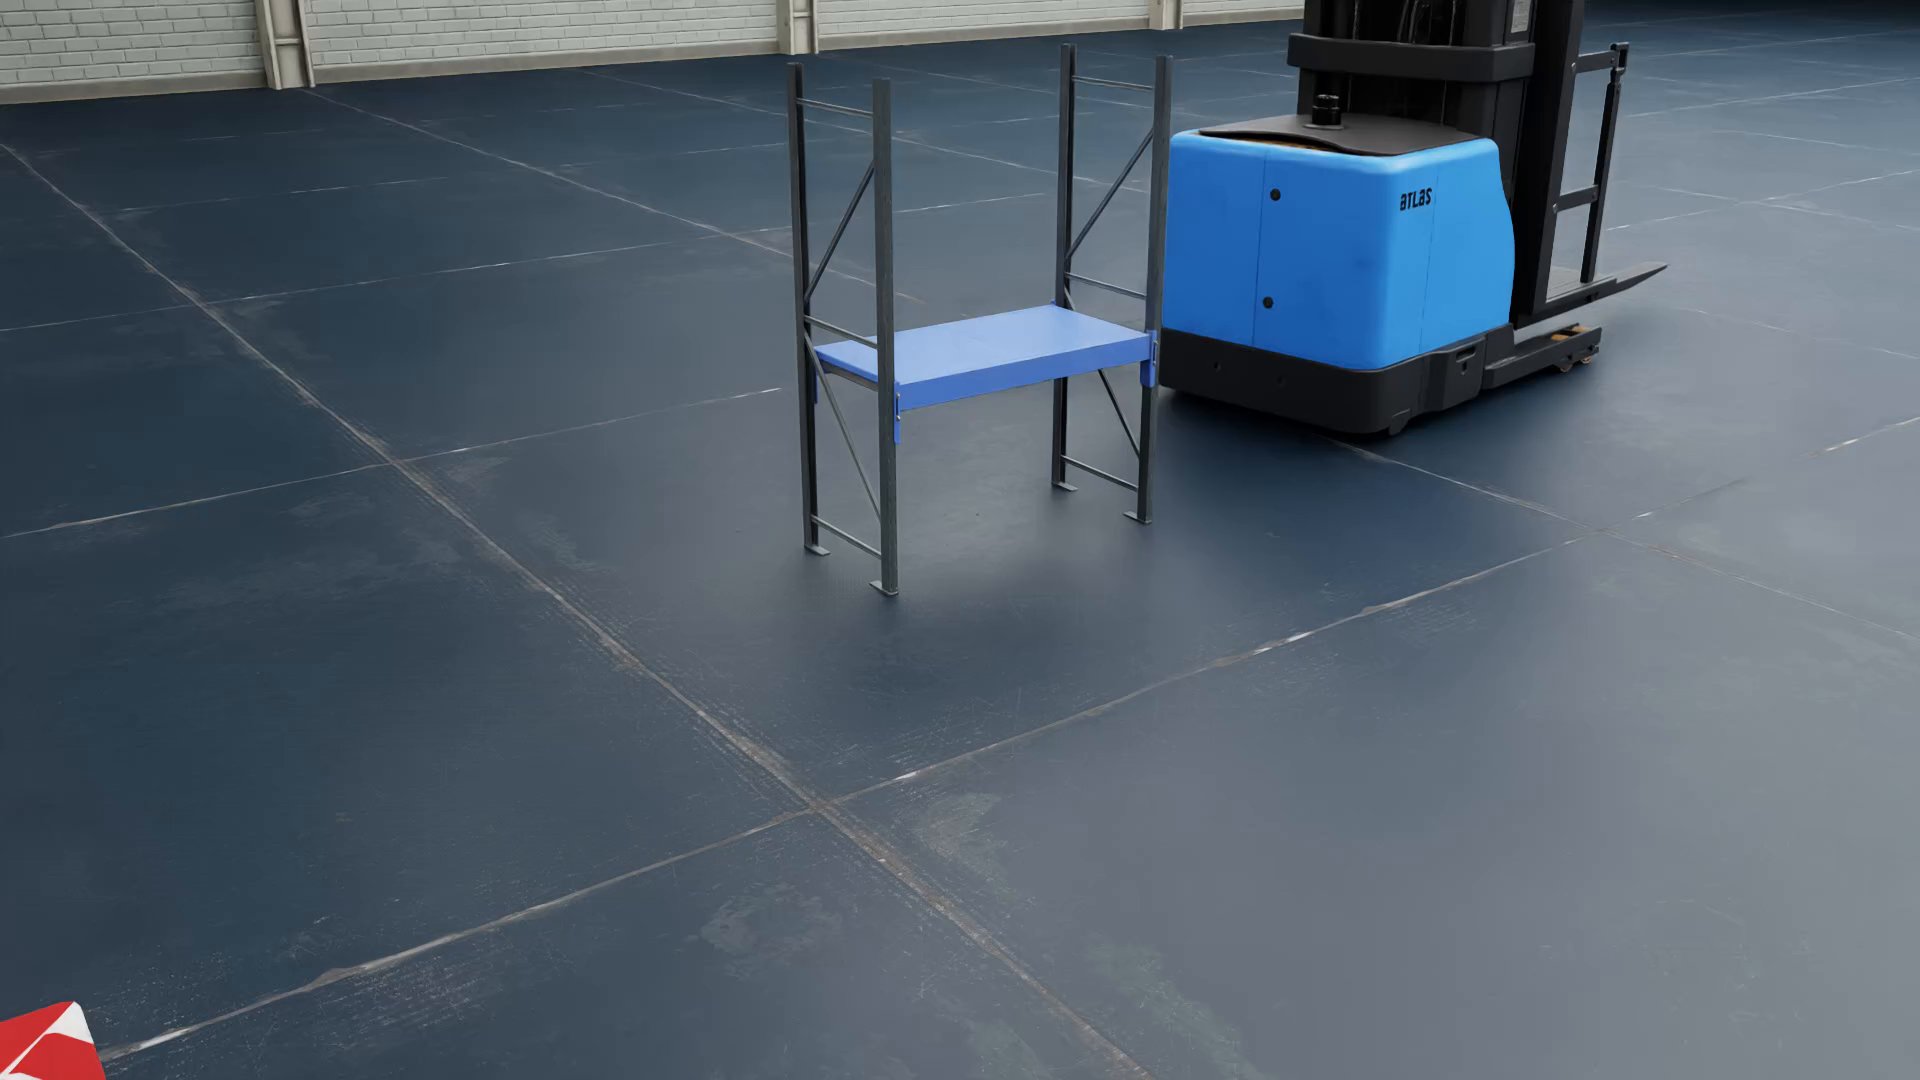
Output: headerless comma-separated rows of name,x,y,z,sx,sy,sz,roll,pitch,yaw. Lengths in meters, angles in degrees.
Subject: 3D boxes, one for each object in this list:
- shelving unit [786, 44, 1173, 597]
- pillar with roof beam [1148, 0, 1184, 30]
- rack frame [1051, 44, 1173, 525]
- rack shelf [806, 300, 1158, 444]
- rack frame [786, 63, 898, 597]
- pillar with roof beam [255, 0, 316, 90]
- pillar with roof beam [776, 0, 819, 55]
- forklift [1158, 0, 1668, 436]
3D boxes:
shelving unit,0.069,-0.715,5.165,1.048,1.500,0.538,-15,26,-33
pillar with roof beam,5.416,-10.119,18.614,0.400,9.000,9.100,-15,26,-33
rack frame,0.482,-0.825,5.440,0.032,1.500,0.500,-15,26,-33
rack shelf,0.069,-0.548,5.231,1.000,0.185,0.538,-15,26,-33
rack frame,-0.343,-0.605,4.889,0.032,1.500,0.500,-15,26,-33
pillar with roof beam,-4.325,-7.522,12.105,0.400,9.000,9.100,-15,26,-33
pillar with roof beam,0.545,-8.821,15.360,0.400,9.000,9.100,-15,26,-33
forklift,2.190,-2.208,6.974,1.130,2.935,3.031,20,29,41
